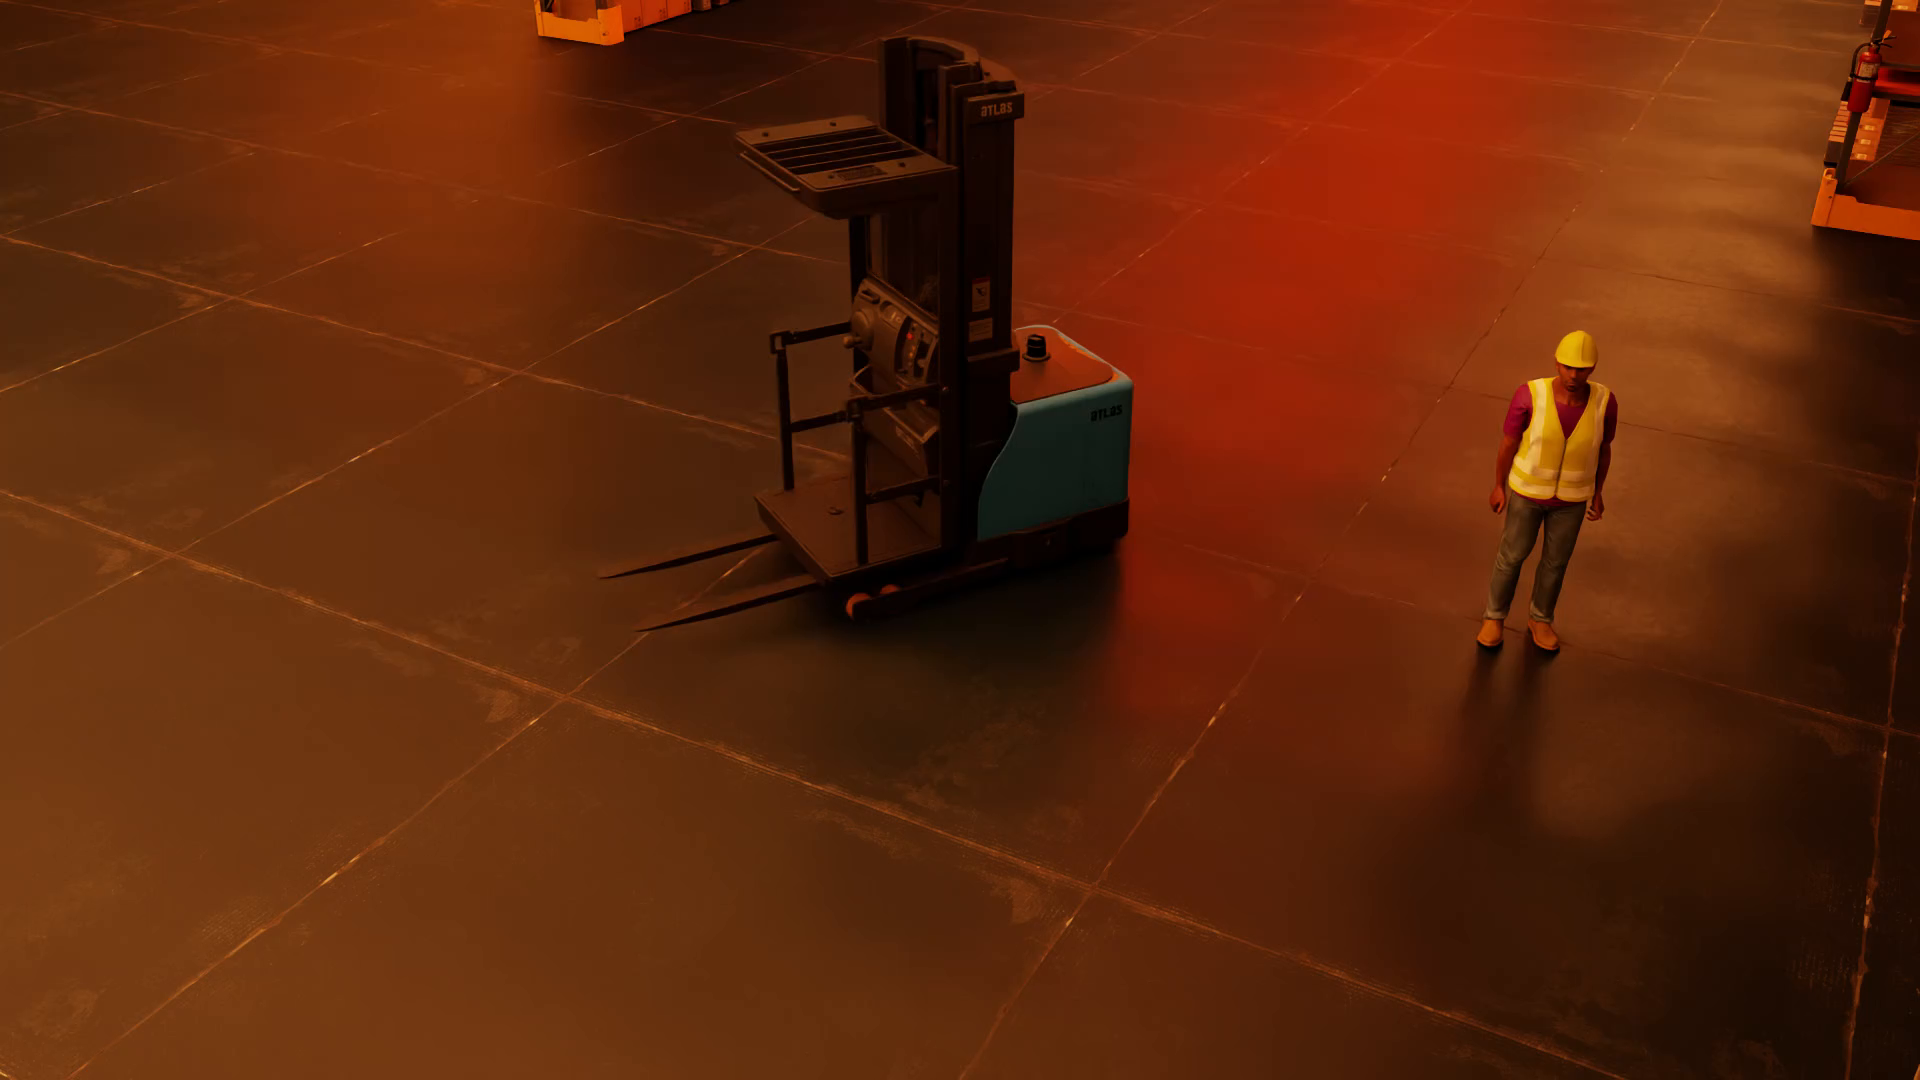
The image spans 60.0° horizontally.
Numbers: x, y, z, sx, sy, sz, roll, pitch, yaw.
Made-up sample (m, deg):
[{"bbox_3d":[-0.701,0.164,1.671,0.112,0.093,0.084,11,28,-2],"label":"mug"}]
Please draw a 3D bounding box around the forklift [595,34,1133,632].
[{"bbox_3d":[-0.540,-1.110,8.993,3.031,2.935,1.130,-15,33,-25],"label":"forklift"}]

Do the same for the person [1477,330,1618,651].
[{"bbox_3d":[3.069,-0.243,8.656,0.576,1.771,0.371,5,30,8],"label":"person"}]
